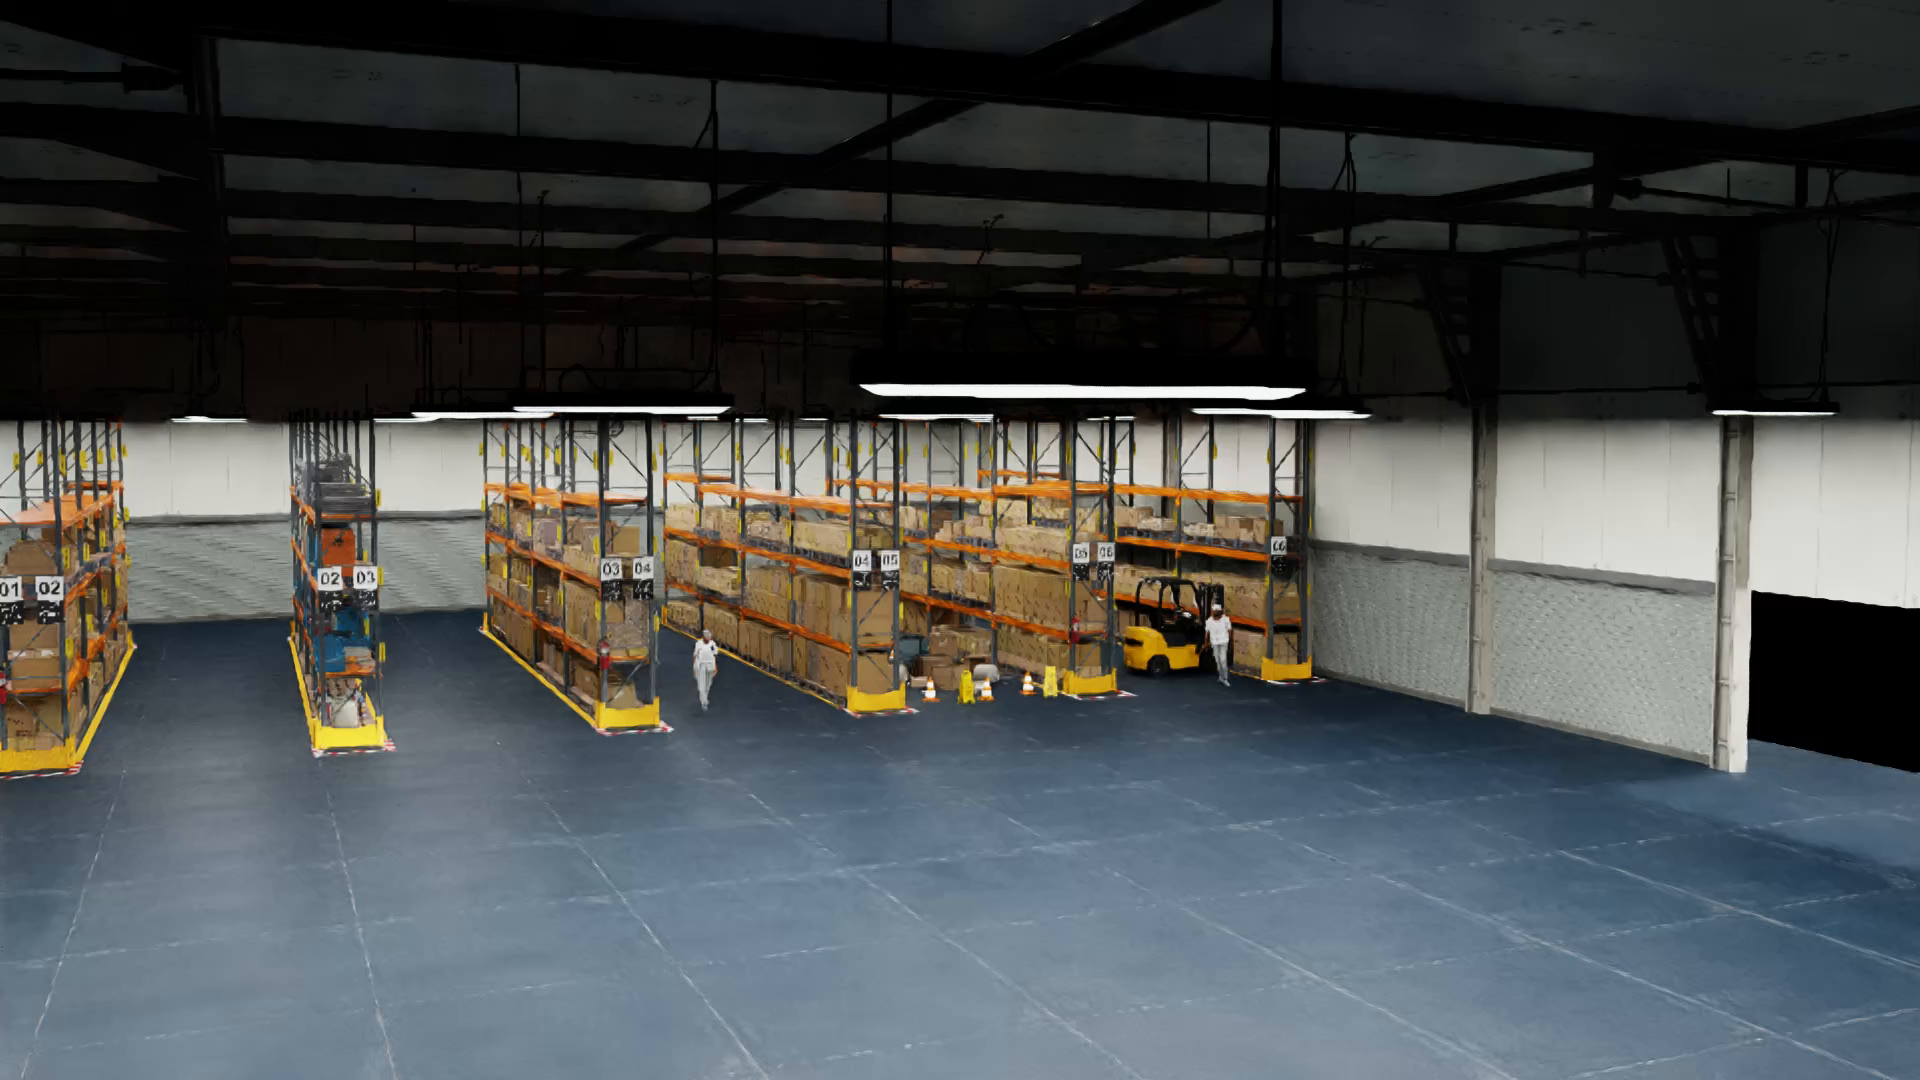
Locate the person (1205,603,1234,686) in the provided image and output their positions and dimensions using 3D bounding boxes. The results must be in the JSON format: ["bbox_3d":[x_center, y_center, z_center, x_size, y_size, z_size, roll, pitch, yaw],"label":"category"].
[{"bbox_3d":[5.729,2.281,36.698,0.645,1.785,0.528,2,5,29],"label":"person"}]

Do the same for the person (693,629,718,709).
[{"bbox_3d":[-5.107,2.567,33.492,0.482,1.579,1.082,-2,4,-25],"label":"person"}]

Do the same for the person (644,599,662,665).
[{"bbox_3d":[-7.375,2.154,39.400,0.456,1.587,1.088,-2,4,-21],"label":"person"}]

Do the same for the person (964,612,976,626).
[{"bbox_3d":[0.163,1.525,47.001,0.584,1.782,0.665,0,4,3],"label":"person"}]
